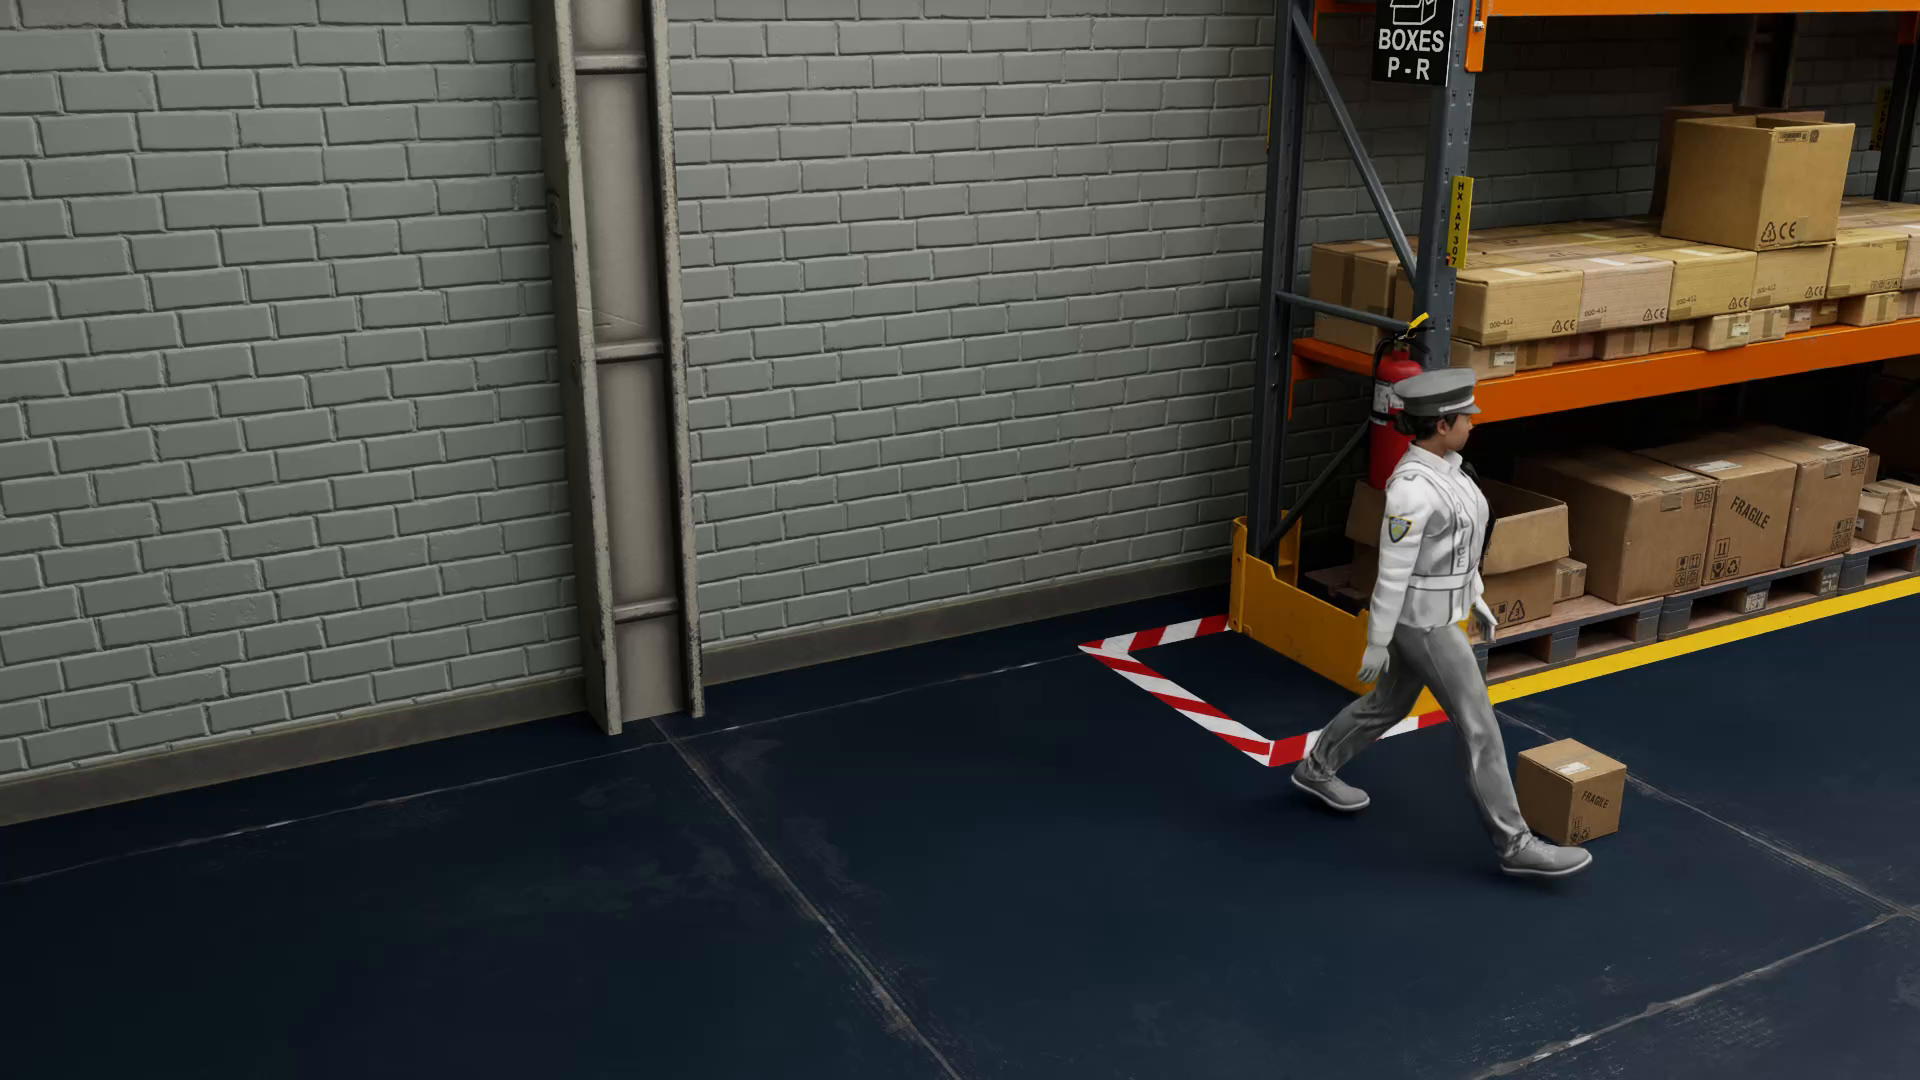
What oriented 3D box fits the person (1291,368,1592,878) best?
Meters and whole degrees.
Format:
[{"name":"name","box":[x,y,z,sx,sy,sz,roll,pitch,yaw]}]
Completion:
[{"name":"person","box":[14.390,-2.165,5.858,23.381,5.845,13.221,8,20,23]}]
